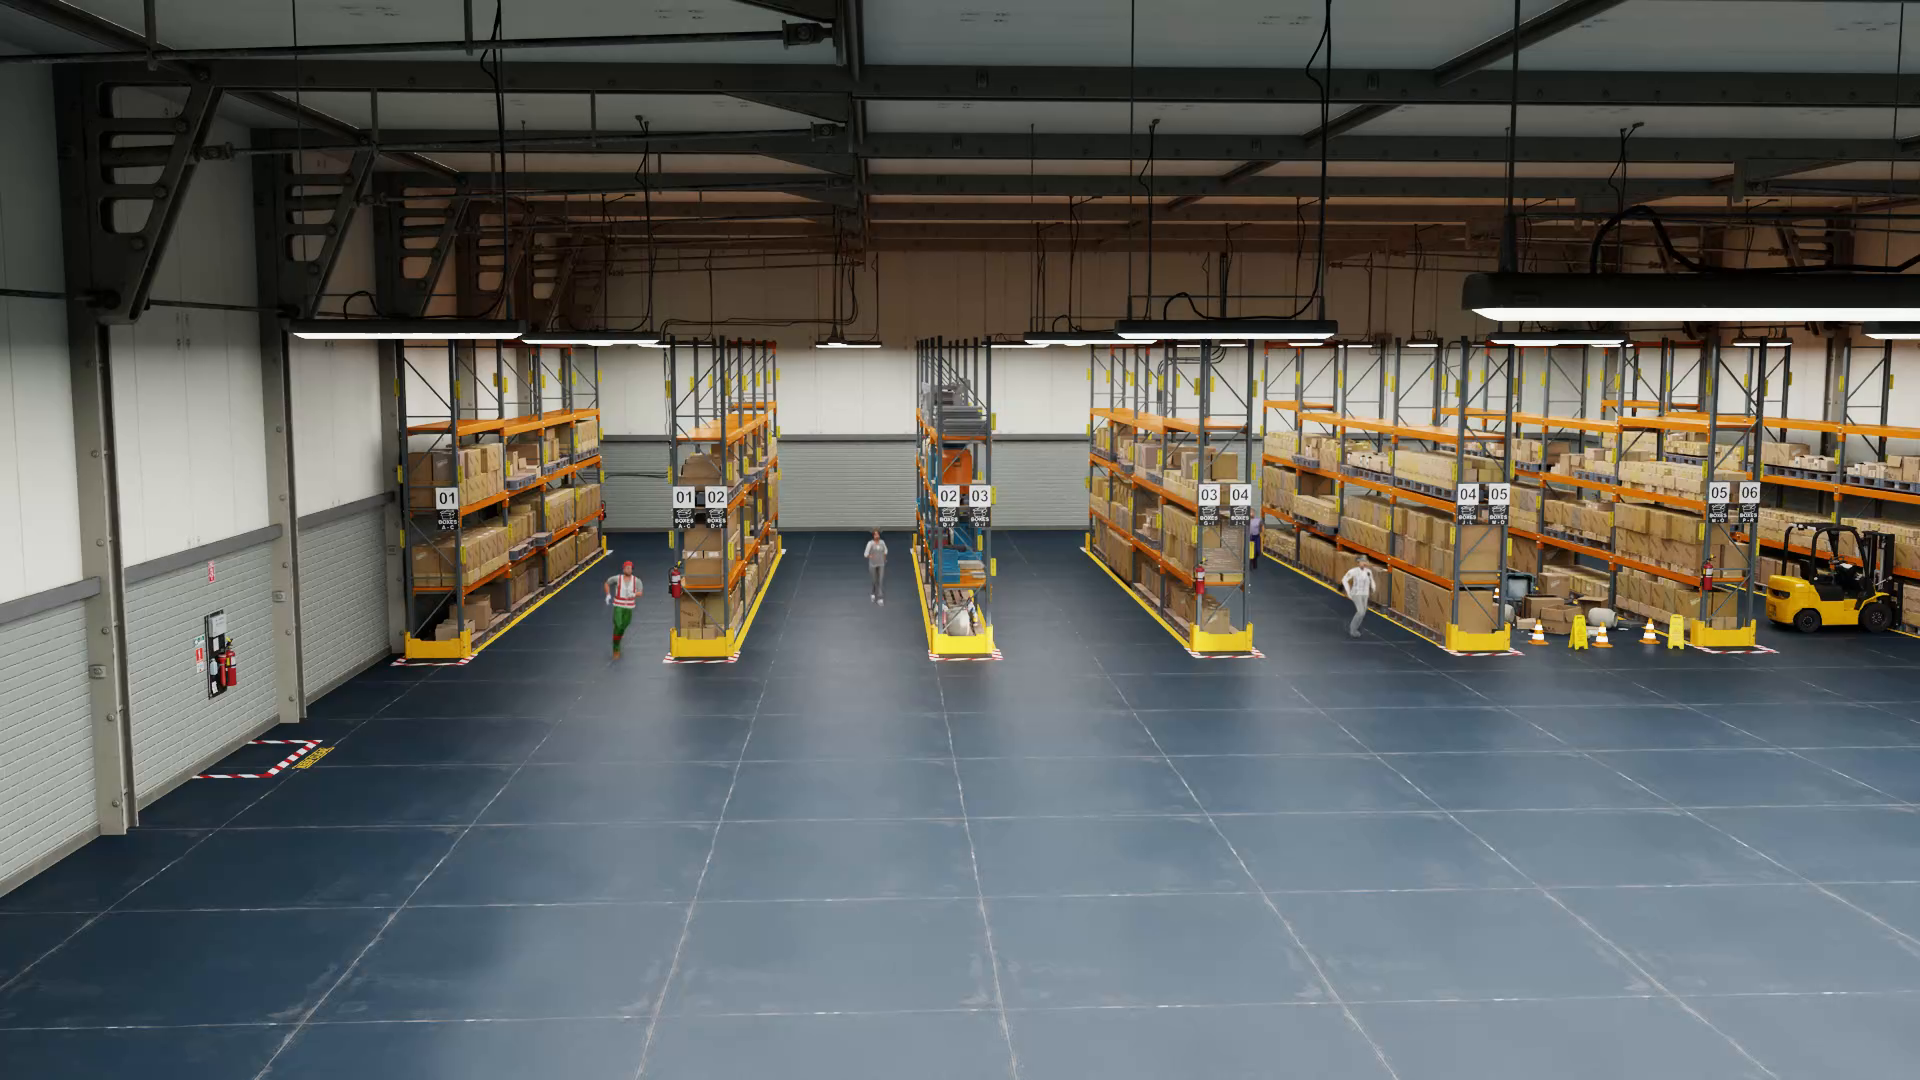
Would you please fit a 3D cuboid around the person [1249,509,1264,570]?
[{"bbox_3d":[7.670,-0.015,43.505,0.618,1.605,0.588,0,6,2],"label":"person"}]

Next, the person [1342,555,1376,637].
[{"bbox_3d":[8.033,1.117,33.265,0.617,1.672,0.620,-2,7,-18],"label":"person"}]

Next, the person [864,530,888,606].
[{"bbox_3d":[-1.785,0.571,35.708,0.540,1.598,0.798,-2,7,-15],"label":"person"}]

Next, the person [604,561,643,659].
[{"bbox_3d":[-6.336,1.297,31.407,0.682,1.823,0.853,-3,7,-27],"label":"person"}]
